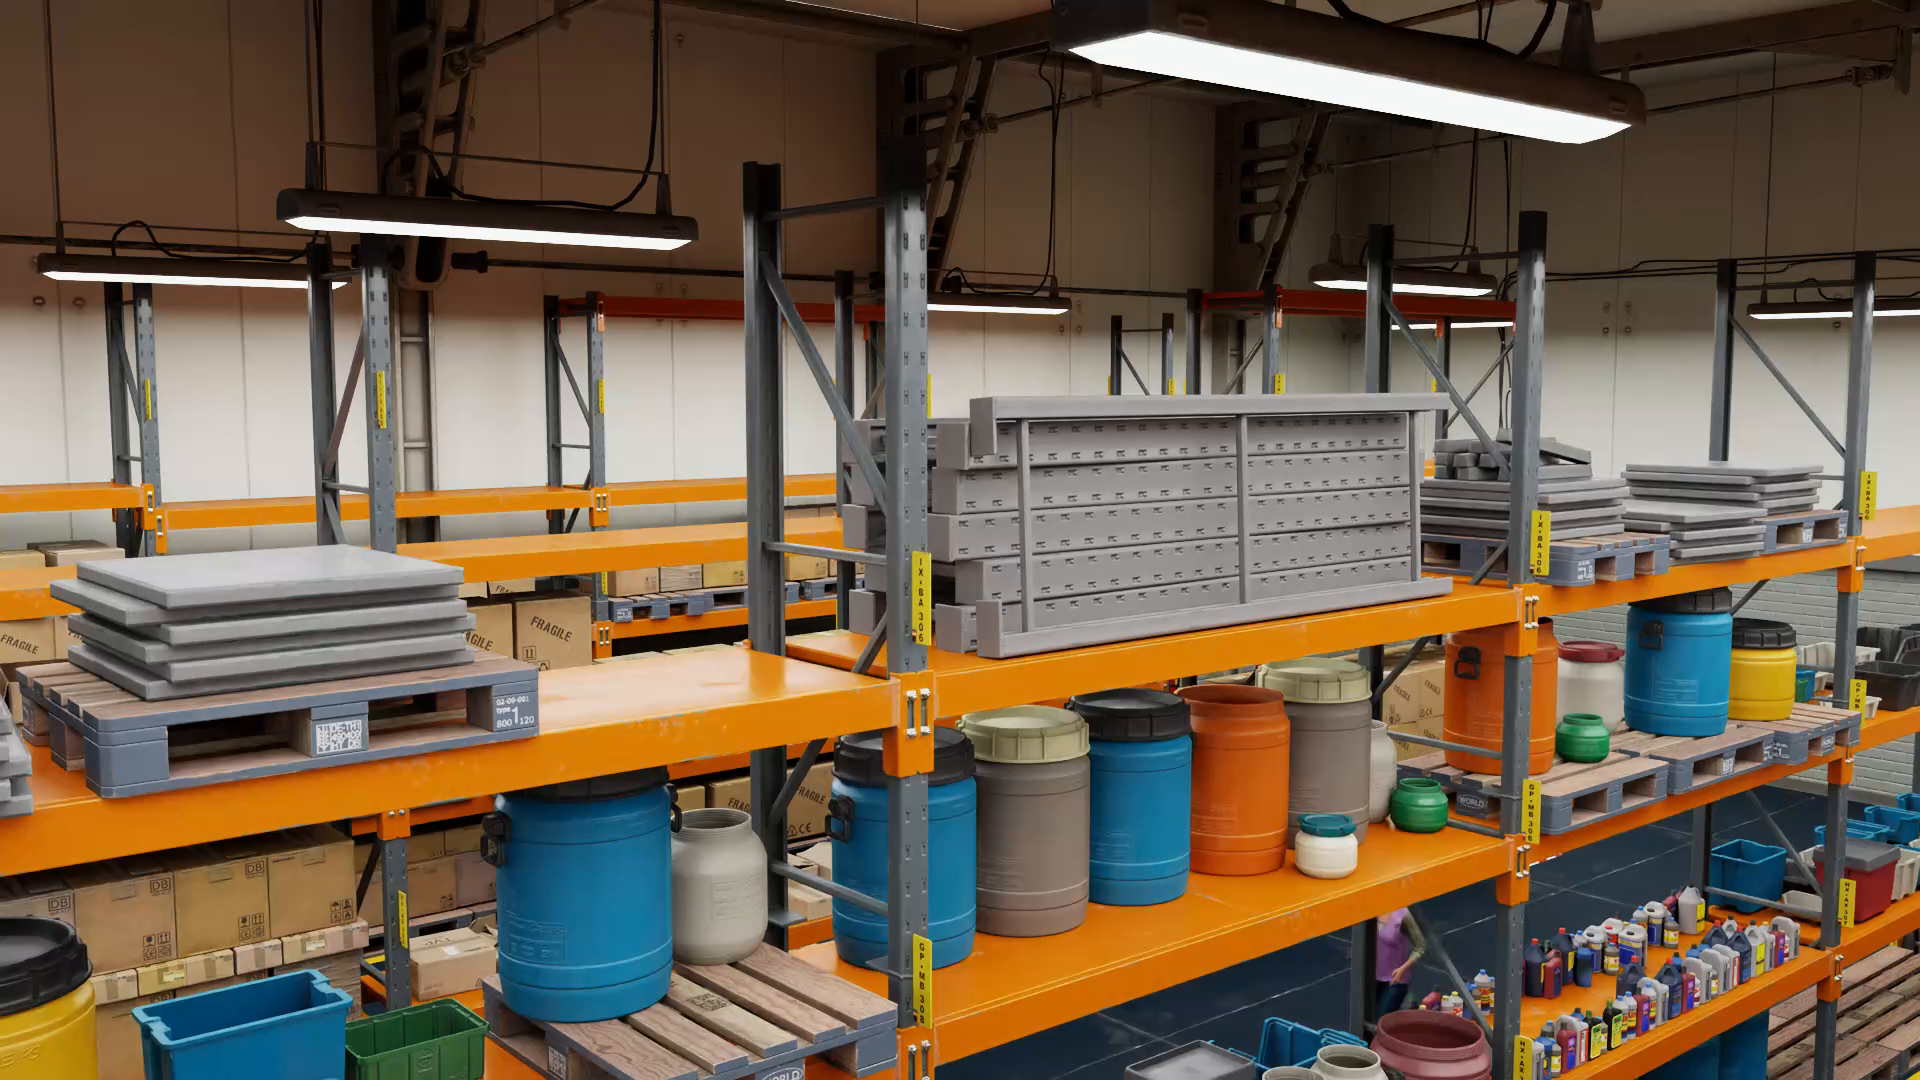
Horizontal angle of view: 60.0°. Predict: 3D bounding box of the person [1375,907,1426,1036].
[{"bbox_3d":[3.170,3.214,12.273,0.534,1.553,0.557,5,8,43],"label":"person"}]
